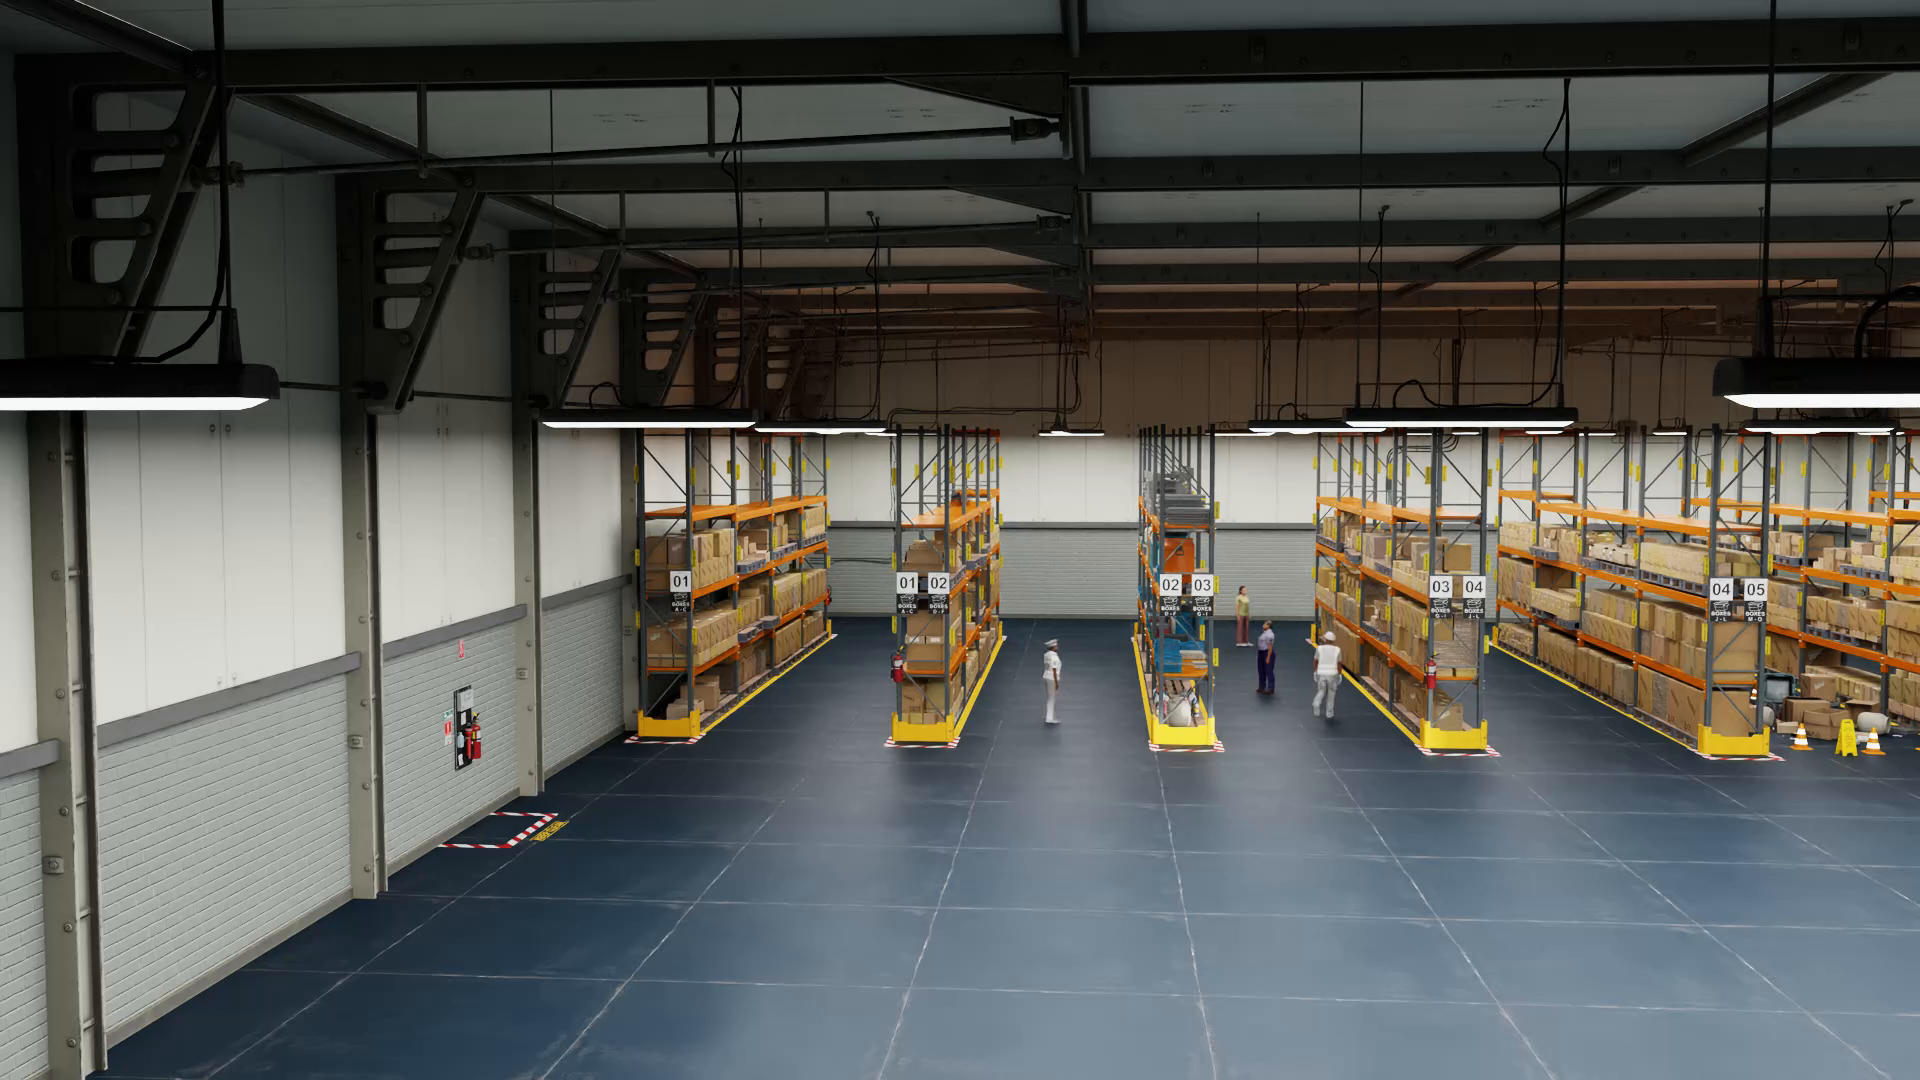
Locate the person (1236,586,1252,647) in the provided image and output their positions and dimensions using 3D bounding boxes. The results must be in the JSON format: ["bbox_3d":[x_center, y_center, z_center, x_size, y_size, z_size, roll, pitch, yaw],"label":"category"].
[{"bbox_3d":[7.840,2.102,45.876,0.495,1.680,0.395,-2,4,-33],"label":"person"}]

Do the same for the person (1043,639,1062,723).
[{"bbox_3d":[1.901,2.857,33.560,0.432,1.715,0.514,-1,4,-15],"label":"person"}]

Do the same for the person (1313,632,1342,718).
[{"bbox_3d":[7.504,2.756,33.964,0.539,1.776,0.669,3,4,38],"label":"person"}]

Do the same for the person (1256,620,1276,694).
[{"bbox_3d":[6.889,2.620,37.413,0.360,1.654,0.514,-1,4,-23],"label":"person"}]
